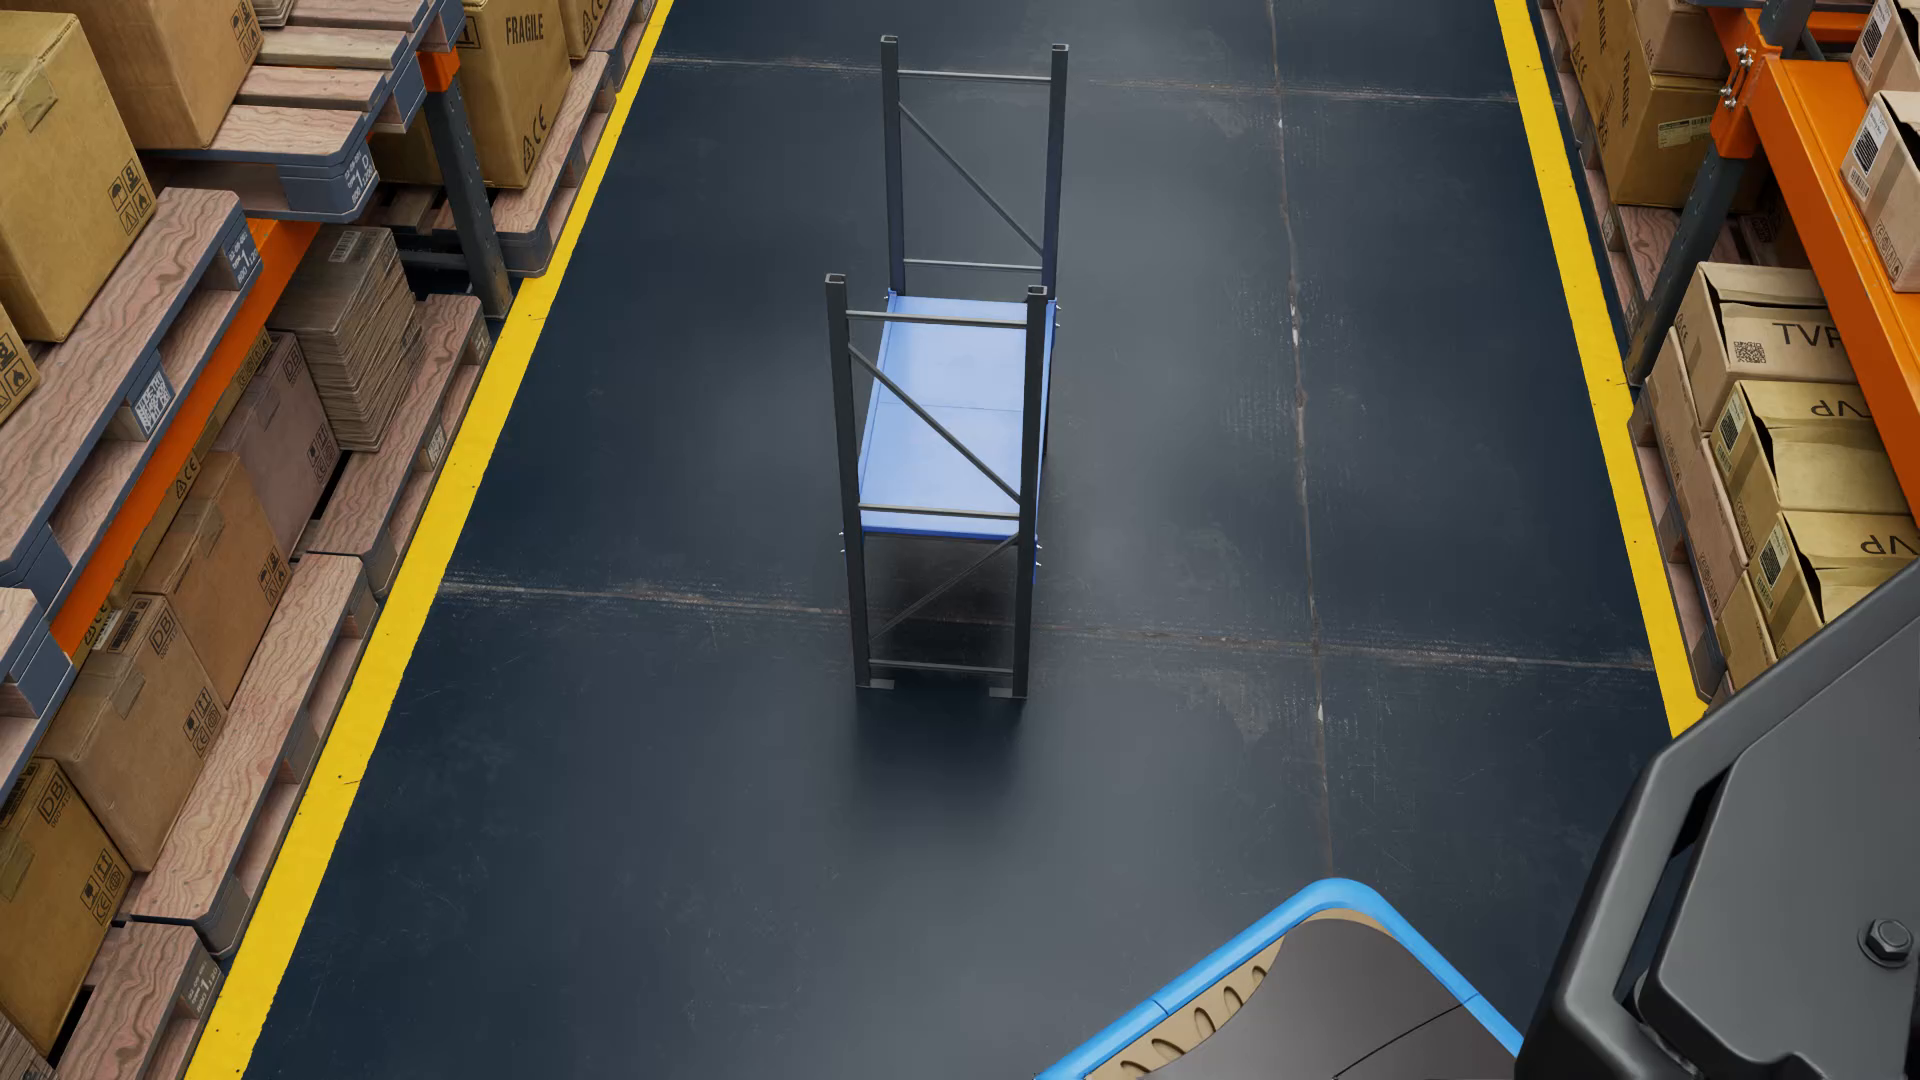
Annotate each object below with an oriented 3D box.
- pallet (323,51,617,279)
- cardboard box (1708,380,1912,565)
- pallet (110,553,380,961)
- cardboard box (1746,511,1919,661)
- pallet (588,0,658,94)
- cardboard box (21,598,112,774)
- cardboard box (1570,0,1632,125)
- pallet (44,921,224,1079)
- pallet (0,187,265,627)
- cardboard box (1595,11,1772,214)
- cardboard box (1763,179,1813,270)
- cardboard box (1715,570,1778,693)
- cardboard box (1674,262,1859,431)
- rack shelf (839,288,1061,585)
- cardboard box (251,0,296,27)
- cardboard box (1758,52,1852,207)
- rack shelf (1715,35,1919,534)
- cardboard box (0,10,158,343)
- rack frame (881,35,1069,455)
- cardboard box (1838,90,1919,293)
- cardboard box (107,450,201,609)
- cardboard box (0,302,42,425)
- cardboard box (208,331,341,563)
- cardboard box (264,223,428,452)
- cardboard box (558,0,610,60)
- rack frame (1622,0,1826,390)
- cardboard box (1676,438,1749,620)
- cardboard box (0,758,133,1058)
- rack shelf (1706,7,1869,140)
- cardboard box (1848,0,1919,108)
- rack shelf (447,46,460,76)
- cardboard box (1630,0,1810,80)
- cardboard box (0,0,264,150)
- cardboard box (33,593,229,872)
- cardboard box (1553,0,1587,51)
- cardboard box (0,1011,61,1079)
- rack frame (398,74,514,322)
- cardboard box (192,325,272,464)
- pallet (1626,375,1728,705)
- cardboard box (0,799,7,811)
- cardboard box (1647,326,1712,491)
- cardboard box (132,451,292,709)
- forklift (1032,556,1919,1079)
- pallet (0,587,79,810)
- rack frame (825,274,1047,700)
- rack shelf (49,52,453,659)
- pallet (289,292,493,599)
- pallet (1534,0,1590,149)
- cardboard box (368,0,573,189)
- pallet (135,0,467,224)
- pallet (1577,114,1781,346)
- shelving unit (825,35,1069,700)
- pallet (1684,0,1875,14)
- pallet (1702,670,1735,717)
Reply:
[{"bbox_3d":[-1.979,-1.509,6.487,1.003,0.211,1.213,4,48,4],"label":"pallet"},{"bbox_3d":[2.428,-0.197,4.596,0.500,0.311,0.500,3,48,3],"label":"cardboard box"},{"bbox_3d":[-2.313,0.533,4.619,1.003,0.211,1.213,4,48,4],"label":"pallet"},{"bbox_3d":[2.379,0.178,4.254,0.500,0.311,0.500,3,48,2],"label":"cardboard box"},{"bbox_3d":[-1.866,-2.403,7.305,1.003,0.211,1.213,4,48,4],"label":"pallet"},{"bbox_3d":[-2.360,0.257,3.870,0.500,0.250,0.500,3,48,2],"label":"cardboard box"},{"bbox_3d":[2.706,-1.934,6.382,0.500,0.500,0.500,2,48,2],"label":"cardboard box"},{"bbox_3d":[-2.421,1.432,3.797,1.003,0.211,1.213,4,48,4],"label":"pallet"},{"bbox_3d":[-2.266,-0.354,3.671,1.003,0.211,1.213,4,48,4],"label":"pallet"},{"bbox_3d":[2.659,-1.554,6.034,0.500,0.500,0.500,6,48,5],"label":"cardboard box"},{"bbox_3d":[3.133,-1.166,5.679,0.500,0.500,0.500,6,48,5],"label":"cardboard box"},{"bbox_3d":[2.381,0.357,4.469,0.500,0.250,0.500,3,48,2],"label":"cardboard box"},{"bbox_3d":[2.467,-0.584,4.950,0.500,0.311,0.500,5,48,5],"label":"cardboard box"},{"bbox_3d":[-0.008,-0.322,4.772,0.538,0.185,1.000,4,48,4],"label":"rack shelf"},{"bbox_3d":[-2.159,-1.712,4.417,0.700,0.500,0.500,-1,48,-1],"label":"cardboard box"},{"bbox_3d":[3.175,-1.551,6.032,0.500,0.500,0.500,2,48,2],"label":"cardboard box"},{"bbox_3d":[2.625,0.167,3.552,1.077,0.370,4.000,4,48,4],"label":"rack shelf"},{"bbox_3d":[-2.250,-0.795,3.579,0.700,0.500,0.500,4,48,4],"label":"cardboard box"},{"bbox_3d":[0.039,-0.817,4.981,0.500,1.500,0.032,4,48,4],"label":"rack frame"},{"bbox_3d":[2.533,-0.872,4.075,0.500,0.311,0.500,3,48,3],"label":"cardboard box"},{"bbox_3d":[-2.296,-0.109,4.204,0.500,0.250,0.500,4,48,3],"label":"cardboard box"},{"bbox_3d":[-2.323,-0.387,3.205,0.700,0.500,0.500,10,48,9],"label":"cardboard box"},{"bbox_3d":[-2.303,-0.278,4.867,0.700,0.500,0.500,4,48,3],"label":"cardboard box"},{"bbox_3d":[-2.140,-0.648,5.206,0.700,0.500,0.500,4,48,4],"label":"cardboard box"},{"bbox_3d":[-1.842,-2.467,6.646,0.750,0.750,0.750,4,48,3],"label":"cardboard box"},{"bbox_3d":[2.807,-1.546,4.631,1.000,3.000,0.127,4,48,4],"label":"rack frame"},{"bbox_3d":[2.422,-0.025,4.819,0.500,0.250,0.500,3,48,2],"label":"cardboard box"},{"bbox_3d":[-2.443,0.833,3.851,0.700,0.500,0.500,3,48,3],"label":"cardboard box"},{"bbox_3d":[2.989,-2.773,6.241,1.077,0.370,4.000,4,48,4],"label":"rack shelf"},{"bbox_3d":[2.731,-1.251,4.422,0.500,0.311,0.500,7,48,6],"label":"cardboard box"},{"bbox_3d":[-1.944,-3.103,6.543,1.077,0.370,4.000,4,48,4],"label":"rack shelf"},{"bbox_3d":[2.660,-1.848,5.795,0.500,0.250,0.500,6,48,5],"label":"cardboard box"},{"bbox_3d":[-2.183,-1.300,4.040,0.700,0.500,0.500,0,48,0],"label":"cardboard box"},{"bbox_3d":[-2.356,0.461,4.191,0.700,0.500,0.500,4,48,4],"label":"cardboard box"},{"bbox_3d":[2.748,-2.320,6.735,0.500,0.500,0.500,2,48,2],"label":"cardboard box"},{"bbox_3d":[-2.440,1.216,3.501,0.700,0.500,0.500,5,48,5],"label":"cardboard box"},{"bbox_3d":[-2.126,-1.876,4.933,1.000,3.000,0.127,4,48,4],"label":"rack frame"},{"bbox_3d":[-2.254,-0.487,4.550,0.500,0.250,0.500,5,48,4],"label":"cardboard box"},{"bbox_3d":[2.693,-0.002,5.109,1.003,0.211,1.213,4,48,4],"label":"pallet"},{"bbox_3d":[-2.404,0.639,3.520,0.500,0.250,0.500,3,48,3],"label":"cardboard box"},{"bbox_3d":[2.467,-0.394,5.157,0.500,0.250,0.500,4,48,3],"label":"cardboard box"},{"bbox_3d":[-2.320,0.089,4.531,0.700,0.500,0.500,4,48,3],"label":"cardboard box"},{"bbox_3d":[1.218,1.458,1.930,1.130,2.935,3.031,-28,53,-23],"label":"forklift"},{"bbox_3d":[-2.276,0.576,2.820,1.003,0.211,1.213,4,48,4],"label":"pallet"},{"bbox_3d":[-0.054,-0.070,4.298,0.500,1.500,0.032,4,48,4],"label":"rack frame"},{"bbox_3d":[-2.308,-0.164,3.854,1.077,0.370,4.000,4,48,4],"label":"rack shelf"},{"bbox_3d":[-2.199,-0.361,5.437,1.003,0.211,1.213,4,48,4],"label":"pallet"},{"bbox_3d":[3.027,-2.045,6.977,1.003,0.211,1.213,4,48,4],"label":"pallet"},{"bbox_3d":[-1.929,-1.824,6.058,0.750,0.750,0.750,3,48,3],"label":"cardboard box"},{"bbox_3d":[-2.085,-1.281,4.518,1.213,0.211,1.003,4,48,4],"label":"pallet"},{"bbox_3d":[2.913,-1.151,6.159,1.003,0.211,1.213,4,48,4],"label":"pallet"},{"bbox_3d":[-0.008,-0.443,4.639,0.538,1.500,1.048,4,48,4],"label":"shelving unit"},{"bbox_3d":[2.799,-1.984,5.162,1.213,0.211,1.003,4,48,4],"label":"pallet"},{"bbox_3d":[2.580,0.892,4.291,1.003,0.211,1.213,4,48,4],"label":"pallet"}]
